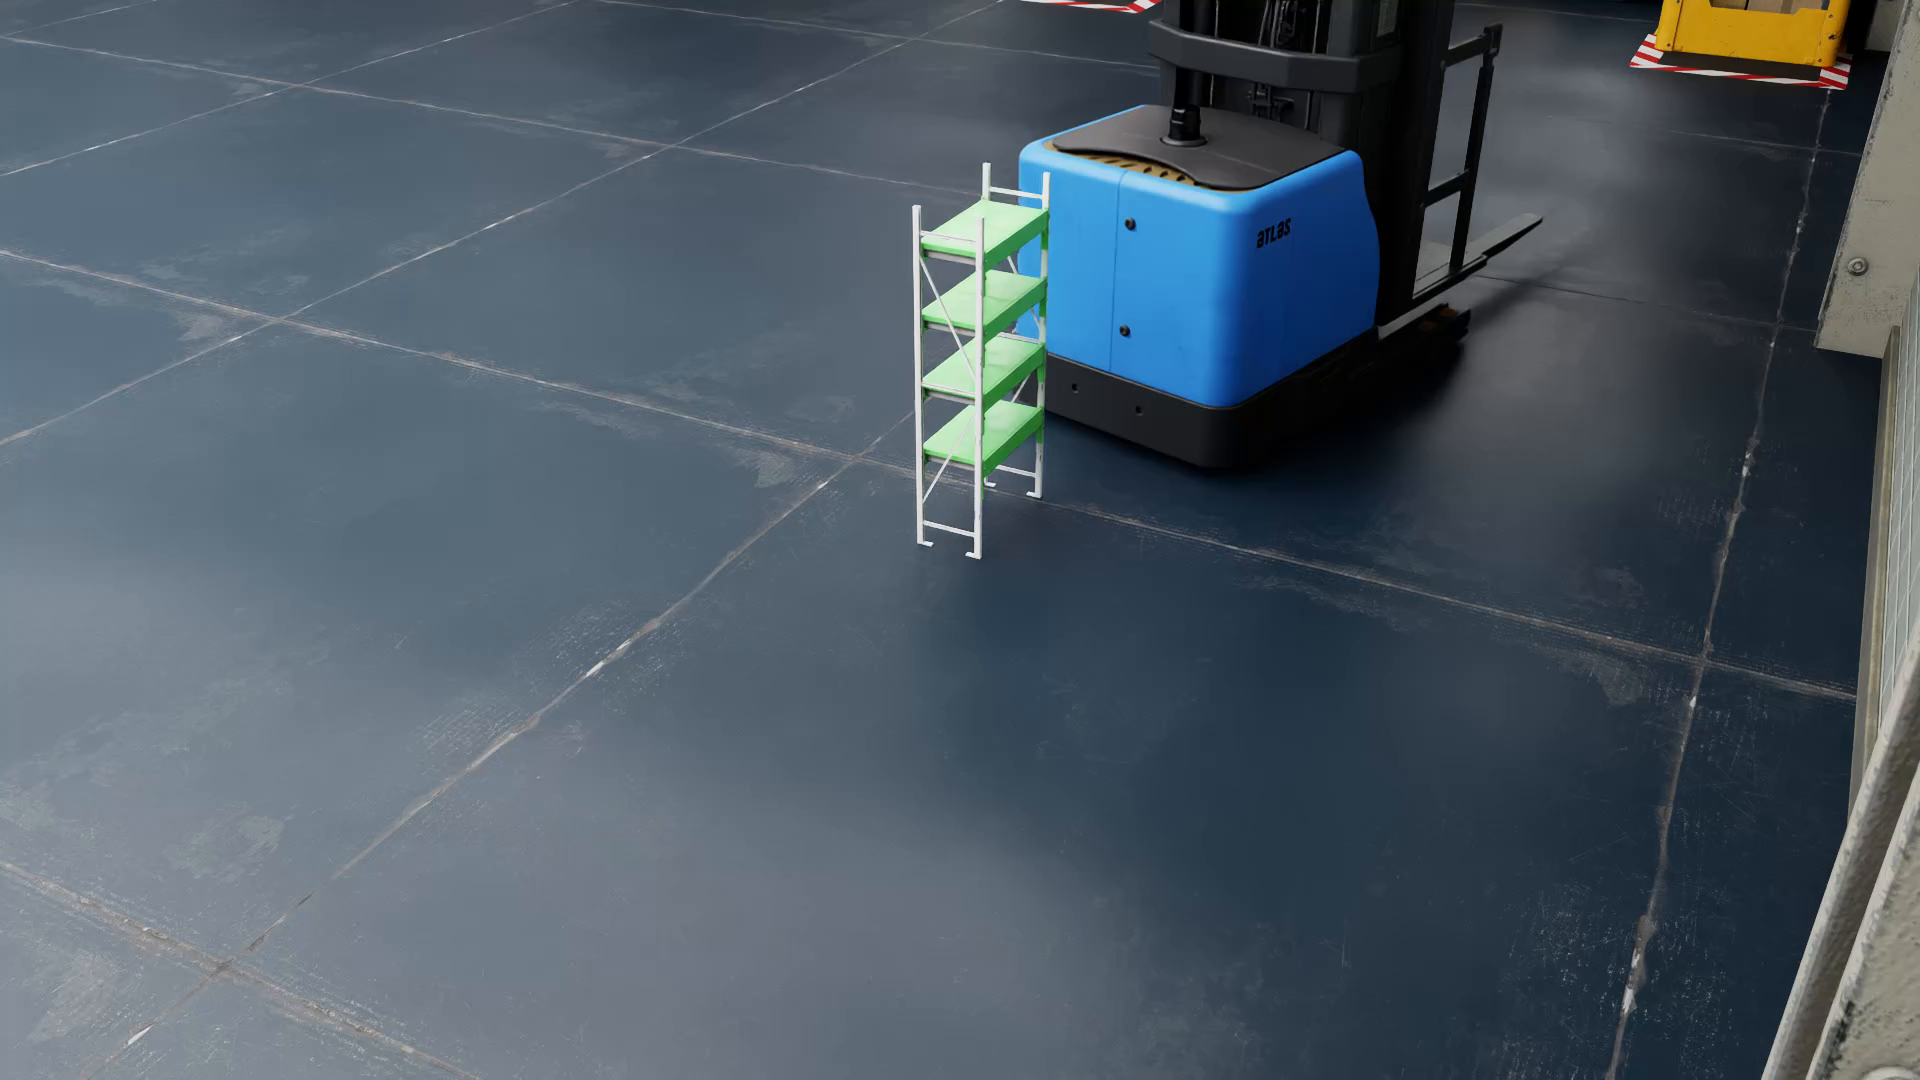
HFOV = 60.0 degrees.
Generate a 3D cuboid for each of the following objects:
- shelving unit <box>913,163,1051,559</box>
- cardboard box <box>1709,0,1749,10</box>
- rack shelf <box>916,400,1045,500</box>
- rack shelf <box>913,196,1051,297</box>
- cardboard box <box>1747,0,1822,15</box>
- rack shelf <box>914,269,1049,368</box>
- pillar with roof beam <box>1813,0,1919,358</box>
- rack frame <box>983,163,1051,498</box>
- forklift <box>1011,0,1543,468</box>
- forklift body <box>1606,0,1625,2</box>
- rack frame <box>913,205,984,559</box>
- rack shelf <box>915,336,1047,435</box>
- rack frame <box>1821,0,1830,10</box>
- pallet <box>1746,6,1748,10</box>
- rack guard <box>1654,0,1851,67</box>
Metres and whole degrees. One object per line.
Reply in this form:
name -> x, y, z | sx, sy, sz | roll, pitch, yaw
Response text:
shelving unit -> 0.075, -0.594, 5.579 | 0.258, 1.200, 0.503 | 14, 33, 23
cardboard box -> 5.473, -4.016, 12.072 | 0.500, 0.250, 0.500 | 15, 33, 24
rack shelf -> 0.075, -0.330, 5.730 | 0.258, 0.148, 0.480 | 14, 33, 23
rack shelf -> 0.075, -0.955, 5.372 | 0.258, 0.148, 0.480 | 14, 33, 23
cardboard box -> 5.939, -3.910, 11.886 | 0.500, 0.250, 0.500 | 14, 33, 23
rack shelf -> 0.075, -0.746, 5.491 | 0.258, 0.148, 0.480 | 14, 33, 23
pillar with roof beam -> 0.095, -5.769, 6.760 | 9.100, 9.000, 0.400 | 14, 33, 23
rack frame -> 0.187, -0.702, 5.767 | 0.240, 1.200, 0.015 | 14, 33, 23
forklift -> 1.558, -2.184, 6.610 | 1.130, 2.935, 3.031 | 24, 38, 35
forklift body -> 4.780, -5.633, 13.400 | 2.313, 2.155, 1.214 | 14, 33, 23
rack frame -> -0.036, -0.486, 5.391 | 0.240, 1.200, 0.015 | 14, 33, 23
rack shelf -> 0.075, -0.538, 5.611 | 0.258, 0.148, 0.480 | 14, 33, 23
rack frame -> 5.541, -4.747, 11.004 | 1.000, 3.000, 0.127 | 14, 33, 23
pallet -> 5.852, -3.886, 12.305 | 1.003, 0.211, 1.213 | 14, 33, 23
rack guard -> 5.530, -3.652, 11.608 | 1.175, 0.500, 0.348 | 14, 33, 23
